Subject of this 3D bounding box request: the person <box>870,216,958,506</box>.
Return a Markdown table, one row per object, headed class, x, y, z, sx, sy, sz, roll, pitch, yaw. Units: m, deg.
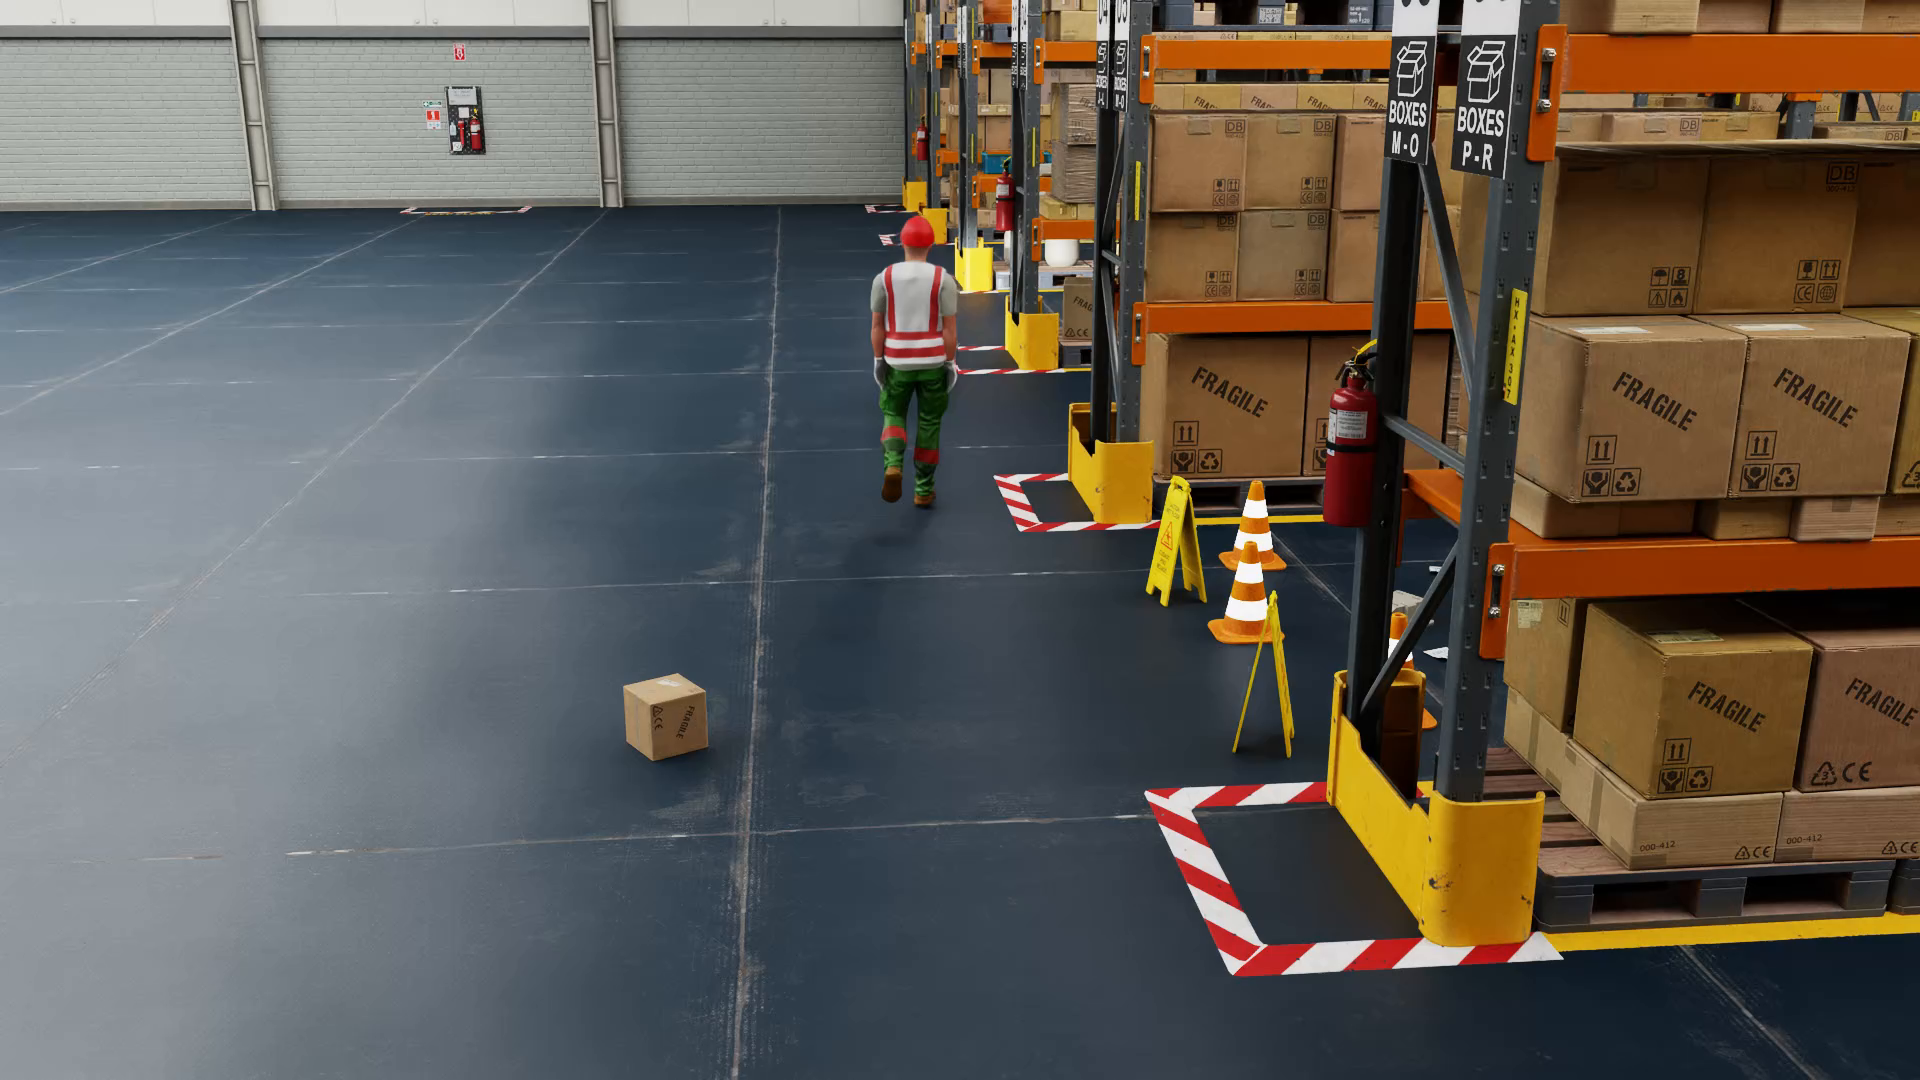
| class | x | y | z | sx | sy | sz | roll | pitch | yaw |
| --- | --- | --- | --- | --- | --- | --- | --- | --- | --- |
| person | -0.274 | -1.067 | 10.096 | 0.529 | 1.781 | 0.586 | 2 | 17 | 5 |
